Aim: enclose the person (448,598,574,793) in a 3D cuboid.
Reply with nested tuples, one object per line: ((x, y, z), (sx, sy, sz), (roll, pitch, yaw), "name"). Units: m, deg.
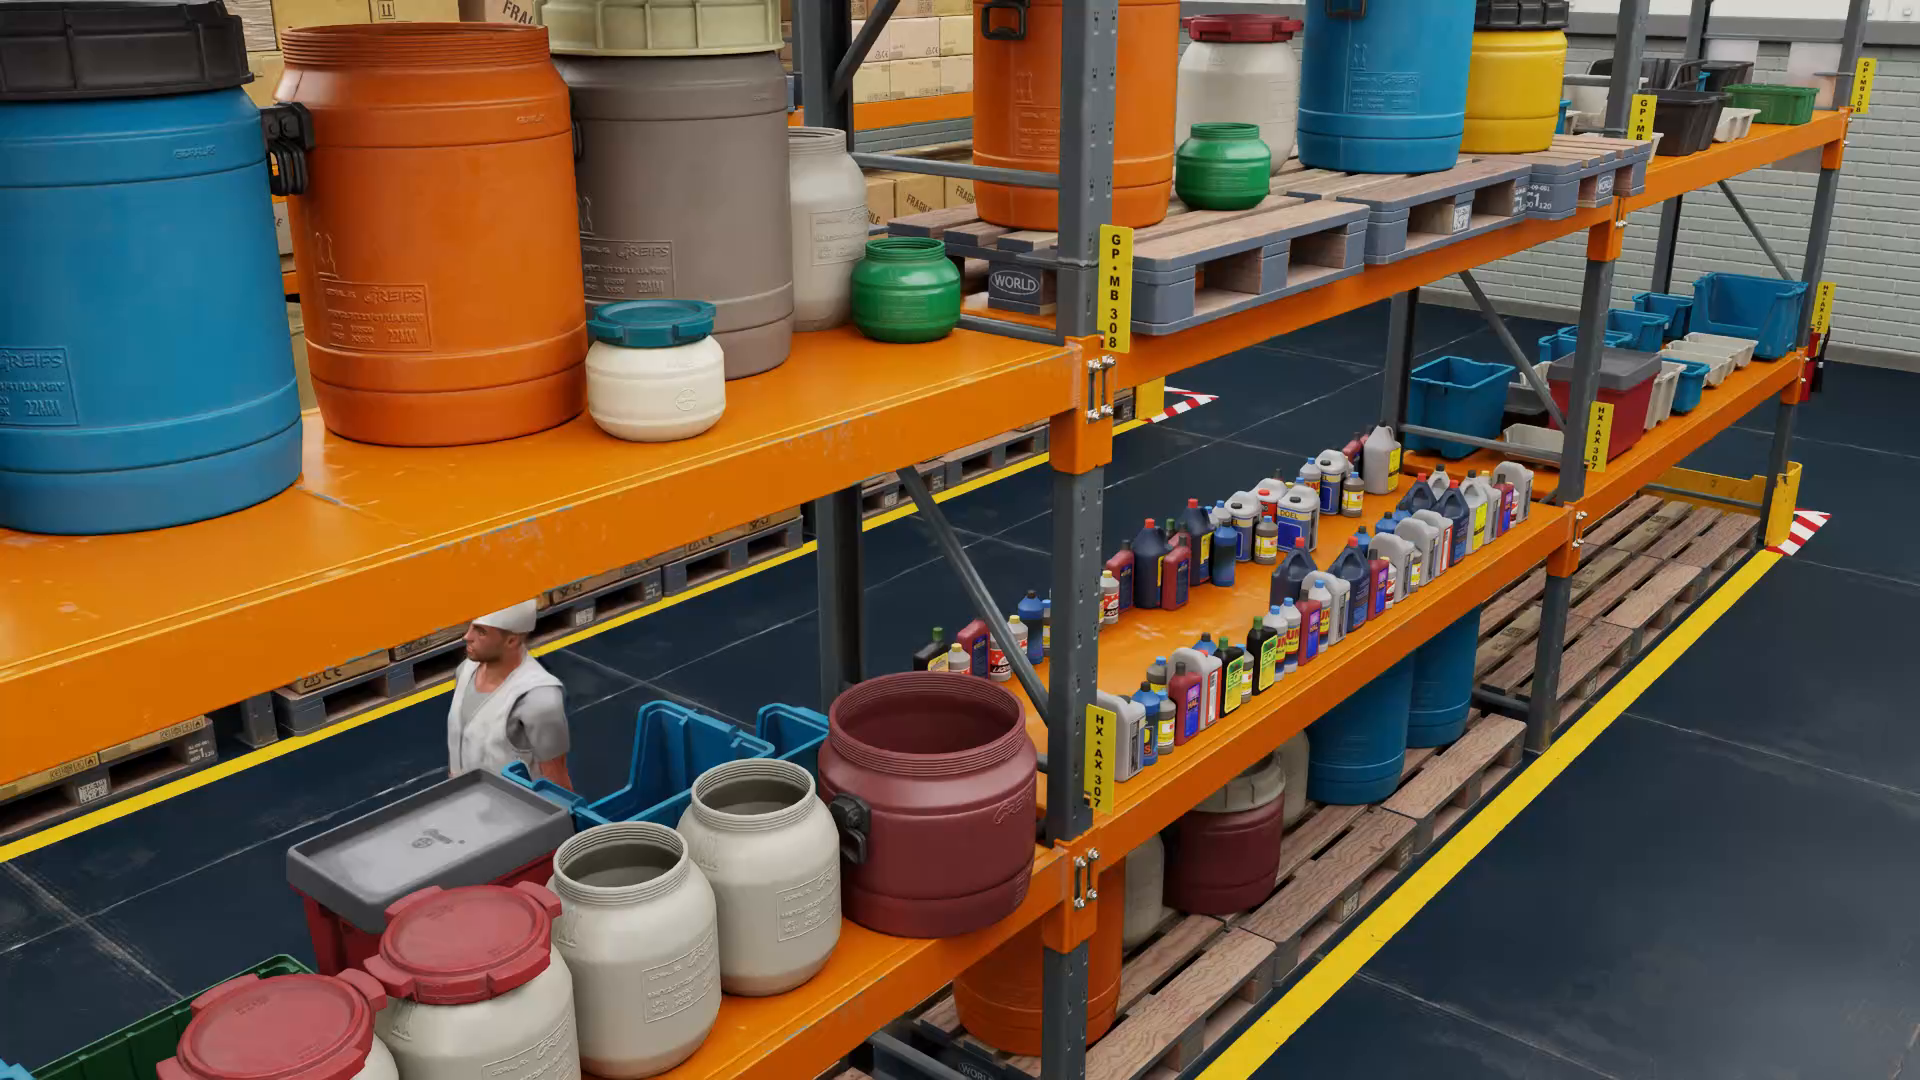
((-1.582, 0.963, 5.878), (0.929, 1.757, 0.583), (-18, 27, -41), "person")
